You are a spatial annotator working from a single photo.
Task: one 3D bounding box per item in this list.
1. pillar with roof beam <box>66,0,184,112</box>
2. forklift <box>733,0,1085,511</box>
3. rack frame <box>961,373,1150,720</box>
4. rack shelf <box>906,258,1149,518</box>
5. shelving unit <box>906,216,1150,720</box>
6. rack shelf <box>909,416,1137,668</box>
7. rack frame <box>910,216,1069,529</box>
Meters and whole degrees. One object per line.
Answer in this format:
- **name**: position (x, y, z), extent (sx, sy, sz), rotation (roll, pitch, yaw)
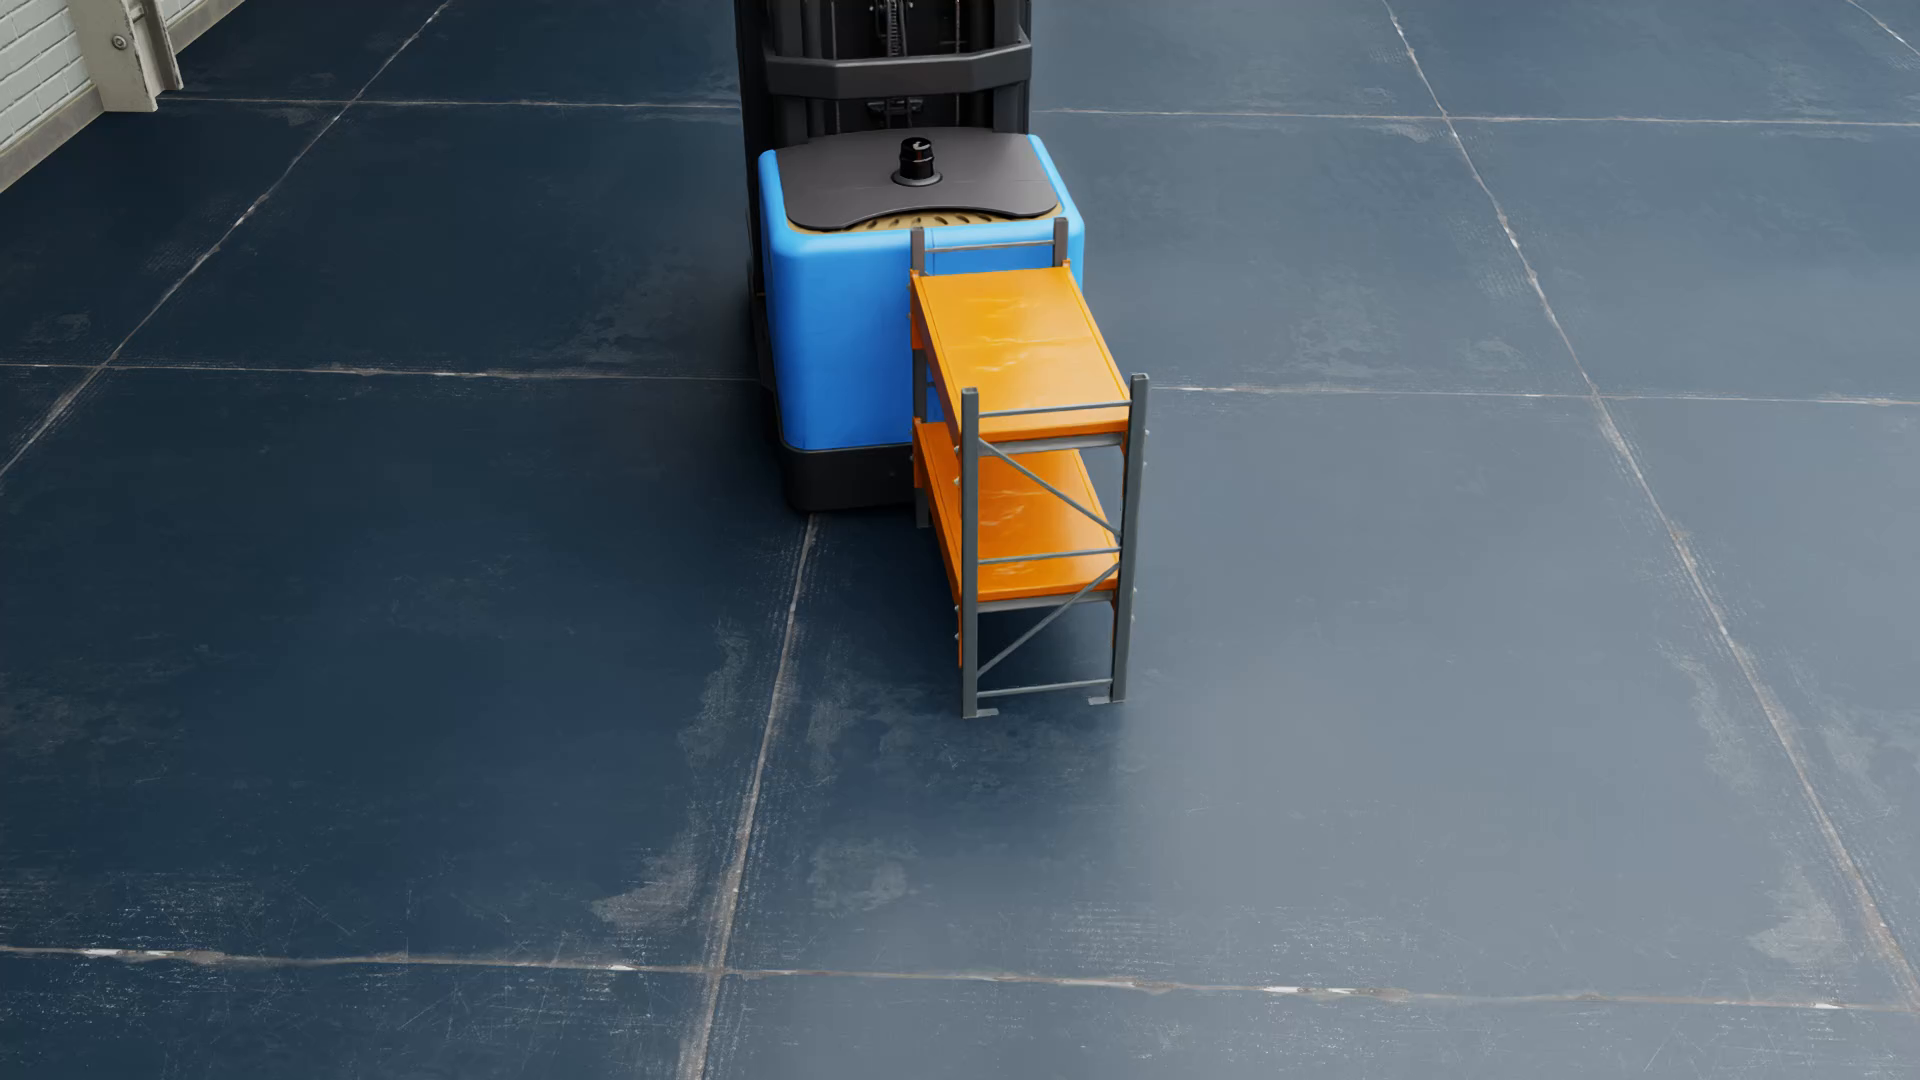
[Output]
- **pillar with roof beam**: position (-0.246, -6.037, 6.514), extent (9.100, 9.000, 0.400), rotation (1, 35, 2)
- **forklift**: position (-0.319, -2.138, 6.244), extent (1.130, 2.935, 3.031), rotation (-5, 35, -7)
- **rack frame**: position (0.253, 0.047, 4.704), extent (0.500, 1.125, 0.032), rotation (-5, 35, -7)
- **rack shelf**: position (0.173, -0.481, 4.947), extent (0.538, 0.278, 1.000), rotation (-5, 35, -7)
- **shelving unit**: position (0.173, -0.241, 5.115), extent (0.538, 1.125, 1.048), rotation (-5, 35, -7)
- **rack shelf**: position (0.173, -0.041, 5.256), extent (0.538, 0.278, 1.000), rotation (-5, 35, -7)
- **rack frame**: position (0.093, -0.530, 5.526), extent (0.500, 1.125, 0.032), rotation (-5, 35, -7)
